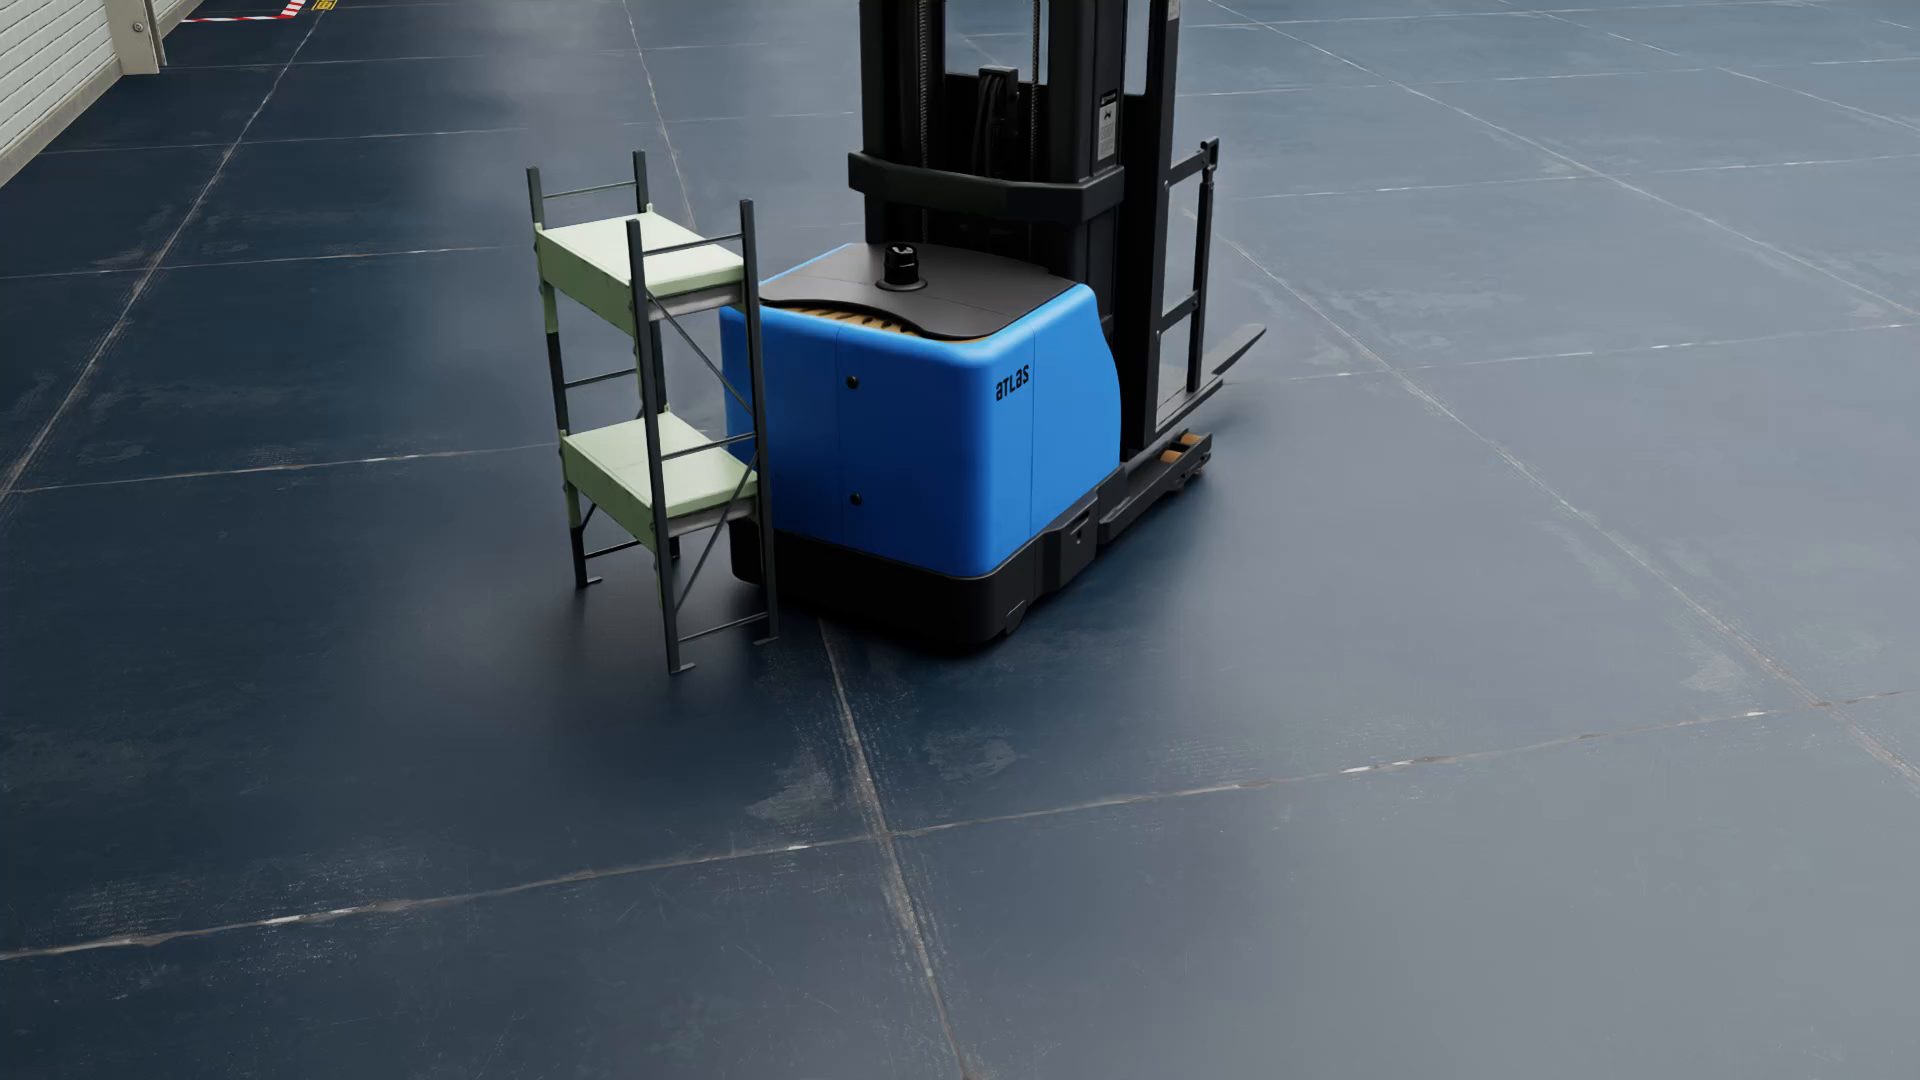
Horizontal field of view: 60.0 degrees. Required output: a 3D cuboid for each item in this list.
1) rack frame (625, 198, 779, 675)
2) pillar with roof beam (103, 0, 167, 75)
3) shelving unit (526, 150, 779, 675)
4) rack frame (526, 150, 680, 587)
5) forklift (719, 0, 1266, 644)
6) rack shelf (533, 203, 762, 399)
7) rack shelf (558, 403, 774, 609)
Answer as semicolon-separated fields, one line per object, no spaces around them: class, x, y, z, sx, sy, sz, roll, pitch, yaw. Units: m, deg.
rack frame;-0.778;-0.287;5.153;0.400;1.500;0.023;-18;32;-31
pillar with roof beam;-2.791;-8.477;13.059;9.100;9.000;0.400;-6;27;-12
shelving unit;-0.989;-0.422;5.420;0.431;1.500;0.755;-18;32;-31
rack frame;-1.200;-0.557;5.687;0.400;1.500;0.023;-18;32;-31
forklift;0.371;-1.594;6.156;1.130;2.935;3.031;15;30;27
rack shelf;-0.990;-0.770;5.243;0.431;0.370;0.720;-18;32;-31
rack shelf;-0.989;-0.131;5.567;0.431;0.370;0.720;-18;32;-31
